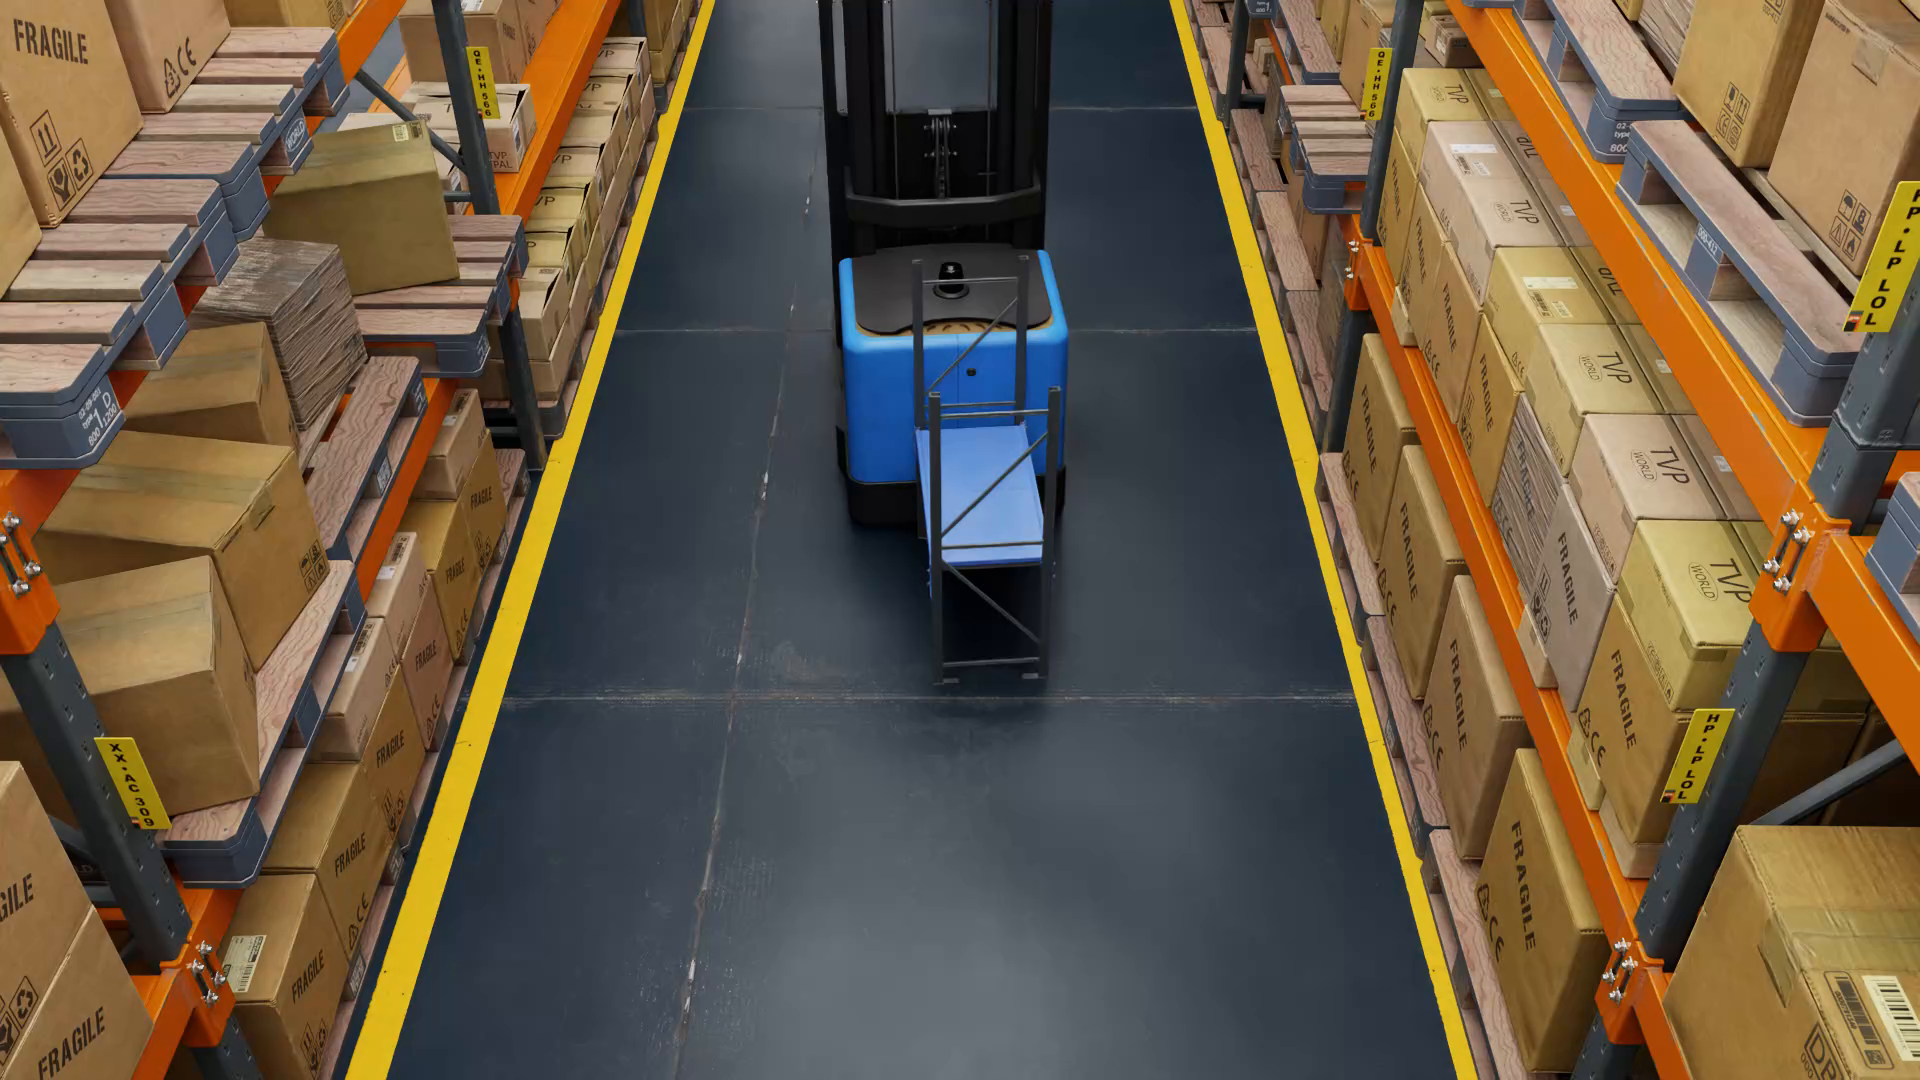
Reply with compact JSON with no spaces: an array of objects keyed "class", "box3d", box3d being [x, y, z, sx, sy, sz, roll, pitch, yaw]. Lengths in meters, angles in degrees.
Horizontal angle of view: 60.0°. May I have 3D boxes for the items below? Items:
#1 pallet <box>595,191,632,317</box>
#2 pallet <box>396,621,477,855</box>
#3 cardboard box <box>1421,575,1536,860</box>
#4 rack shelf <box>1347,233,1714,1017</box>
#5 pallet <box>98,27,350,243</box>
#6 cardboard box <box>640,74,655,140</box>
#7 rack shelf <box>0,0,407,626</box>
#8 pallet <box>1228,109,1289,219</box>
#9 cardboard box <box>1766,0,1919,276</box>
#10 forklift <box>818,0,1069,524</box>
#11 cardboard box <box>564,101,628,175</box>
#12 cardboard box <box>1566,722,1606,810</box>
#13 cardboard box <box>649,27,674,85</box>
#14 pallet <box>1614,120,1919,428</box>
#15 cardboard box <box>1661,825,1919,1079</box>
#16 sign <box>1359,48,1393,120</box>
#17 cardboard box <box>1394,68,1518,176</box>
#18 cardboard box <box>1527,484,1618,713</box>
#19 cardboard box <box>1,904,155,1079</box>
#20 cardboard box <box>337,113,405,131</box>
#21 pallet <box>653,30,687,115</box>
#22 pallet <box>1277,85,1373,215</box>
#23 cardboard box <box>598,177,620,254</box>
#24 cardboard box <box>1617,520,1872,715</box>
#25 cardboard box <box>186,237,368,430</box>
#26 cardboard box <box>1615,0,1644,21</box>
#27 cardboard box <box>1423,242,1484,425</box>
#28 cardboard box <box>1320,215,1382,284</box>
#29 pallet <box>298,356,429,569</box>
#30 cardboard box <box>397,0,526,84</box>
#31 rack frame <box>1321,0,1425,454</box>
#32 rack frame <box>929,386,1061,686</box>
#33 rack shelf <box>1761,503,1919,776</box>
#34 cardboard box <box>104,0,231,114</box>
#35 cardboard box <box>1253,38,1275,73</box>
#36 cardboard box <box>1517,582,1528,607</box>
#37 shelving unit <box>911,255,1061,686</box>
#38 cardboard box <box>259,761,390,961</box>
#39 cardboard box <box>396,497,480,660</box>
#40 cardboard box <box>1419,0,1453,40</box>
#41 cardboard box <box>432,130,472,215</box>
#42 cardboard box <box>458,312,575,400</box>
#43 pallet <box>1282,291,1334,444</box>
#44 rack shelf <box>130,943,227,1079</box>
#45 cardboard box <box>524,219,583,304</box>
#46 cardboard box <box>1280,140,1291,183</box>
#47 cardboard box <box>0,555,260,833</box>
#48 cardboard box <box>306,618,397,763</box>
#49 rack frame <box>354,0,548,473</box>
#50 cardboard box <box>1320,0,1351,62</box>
[{"class":"pallet","box3d":[-2.570,-1.737,9.994,1.003,0.211,1.213,0,39,0]},{"class":"pallet","box3d":[-2.648,0.767,6.870,1.003,0.211,1.213,0,39,0]},{"class":"cardboard box","box3d":[2.214,0.659,6.158,0.750,0.750,0.750,1,39,1]},{"class":"rack shelf","box3d":[2.347,-0.024,6.202,1.077,0.370,4.000,0,39,0]},{"class":"pallet","box3d":[-2.539,-1.201,4.848,1.213,0.211,1.003,0,39,0]},{"class":"cardboard box","box3d":[-2.323,-2.882,11.057,0.500,0.250,0.500,0,39,0]},{"class":"rack shelf","box3d":[-2.607,-1.188,5.256,1.077,0.370,4.000,0,39,0]},{"class":"pallet","box3d":[2.342,-2.482,10.923,1.003,0.211,1.213,0,39,0]},{"class":"cardboard box","box3d":[2.458,-0.985,3.996,0.700,0.500,0.500,-2,39,-3]},{"class":"forklift","box3d":[-0.136,-2.129,8.308,1.130,2.935,3.031,-3,39,-4]},{"class":"cardboard box","box3d":[-2.321,-2.470,10.093,0.500,0.311,0.500,0,39,0]},{"class":"cardboard box","box3d":[2.042,0.667,4.949,0.380,0.149,0.250,1,39,1]},{"class":"cardboard box","box3d":[-2.311,-3.432,11.742,0.500,0.250,0.500,0,39,0]},{"class":"pallet","box3d":[2.299,-0.723,4.253,0.805,0.209,1.217,-1,39,-2]},{"class":"cardboard box","box3d":[2.333,1.168,3.899,0.980,0.700,0.700,1,39,1]},{"class":"sign","box3d":[1.802,-1.970,7.192,0.100,0.325,0.005,0,39,0]},{"class":"cardboard box","box3d":[2.087,-1.709,6.795,0.500,0.250,0.500,1,39,1]},{"class":"cardboard box","box3d":[2.086,0.176,5.044,0.500,0.500,0.500,0,39,0]},{"class":"cardboard box","box3d":[-2.347,1.226,3.988,0.500,0.500,0.500,1,39,1]},{"class":"cardboard box","box3d":[-2.886,-2.013,8.310,0.380,0.149,0.250,0,39,0]},{"class":"pallet","box3d":[-2.573,-3.460,12.144,1.003,0.211,1.213,0,39,0]},{"class":"pallet","box3d":[2.237,-1.926,8.153,1.213,0.211,1.003,0,39,0]},{"class":"cardboard box","box3d":[-2.324,-1.928,9.866,0.500,0.250,0.500,1,39,1]},{"class":"cardboard box","box3d":[2.093,0.199,4.415,0.500,0.250,0.500,1,39,1]},{"class":"cardboard box","box3d":[-2.686,-0.786,6.162,0.700,0.500,0.500,7,39,8]},{"class":"cardboard box","box3d":[2.443,-1.956,5.207,0.700,0.500,0.500,2,39,2]},{"class":"cardboard box","box3d":[2.080,-0.776,6.232,0.500,0.500,0.500,0,39,0]},{"class":"cardboard box","box3d":[2.407,-1.524,9.145,0.700,0.500,0.500,0,39,0]},{"class":"pallet","box3d":[-2.602,-0.258,6.073,1.003,0.211,1.213,0,39,0]},{"class":"cardboard box","box3d":[-2.627,-2.638,8.808,0.500,0.500,0.500,-2,39,-2]},{"class":"rack frame","box3d":[2.345,-1.555,7.537,1.000,3.000,0.127,0,39,0]},{"class":"rack frame","box3d":[0.132,0.023,6.767,0.500,1.500,0.032,-3,39,-4]},{"class":"rack shelf","box3d":[2.351,1.307,2.142,1.077,0.370,4.000,0,39,0]},{"class":"cardboard box","box3d":[-2.536,-1.609,4.711,0.600,0.600,0.600,-1,39,-2]},{"class":"cardboard box","box3d":[2.309,-3.457,11.825,0.380,0.166,0.250,-5,39,-6]},{"class":"cardboard box","box3d":[2.094,0.187,5.548,0.380,0.149,0.250,0,39,0]},{"class":"shelving unit","box3d":[0.088,-0.293,7.162,0.538,1.500,1.048,-3,39,-4]},{"class":"cardboard box","box3d":[-2.373,1.120,5.847,0.500,0.500,0.500,0,39,1]},{"class":"cardboard box","box3d":[-2.373,0.163,7.041,0.500,0.500,0.500,-1,39,-2]},{"class":"cardboard box","box3d":[2.299,-2.436,7.686,0.380,0.149,0.250,-6,39,-8]},{"class":"cardboard box","box3d":[-2.566,-1.742,7.842,0.500,0.311,0.500,2,39,3]},{"class":"cardboard box","box3d":[-2.316,-0.968,8.668,0.500,0.250,0.500,0,39,0]},{"class":"pallet","box3d":[2.345,-0.956,9.019,1.003,0.211,1.213,0,39,0]},{"class":"rack shelf","box3d":[-2.602,2.484,3.073,1.077,0.370,4.000,0,39,0]},{"class":"cardboard box","box3d":[-2.325,-1.515,8.902,0.500,0.311,0.500,-1,39,-1]},{"class":"cardboard box","box3d":[2.408,-2.469,10.325,0.700,0.500,0.500,-1,39,-1]},{"class":"cardboard box","box3d":[-2.381,0.453,4.616,0.700,0.500,0.500,-13,40,-15]},{"class":"cardboard box","box3d":[-2.363,0.535,5.976,0.500,0.250,0.500,0,39,0]},{"class":"rack frame","box3d":[-2.609,-1.549,7.530,1.000,3.000,0.127,0,39,0]},{"class":"cardboard box","box3d":[2.310,-2.839,8.708,0.700,0.500,0.500,0,39,0]}]
